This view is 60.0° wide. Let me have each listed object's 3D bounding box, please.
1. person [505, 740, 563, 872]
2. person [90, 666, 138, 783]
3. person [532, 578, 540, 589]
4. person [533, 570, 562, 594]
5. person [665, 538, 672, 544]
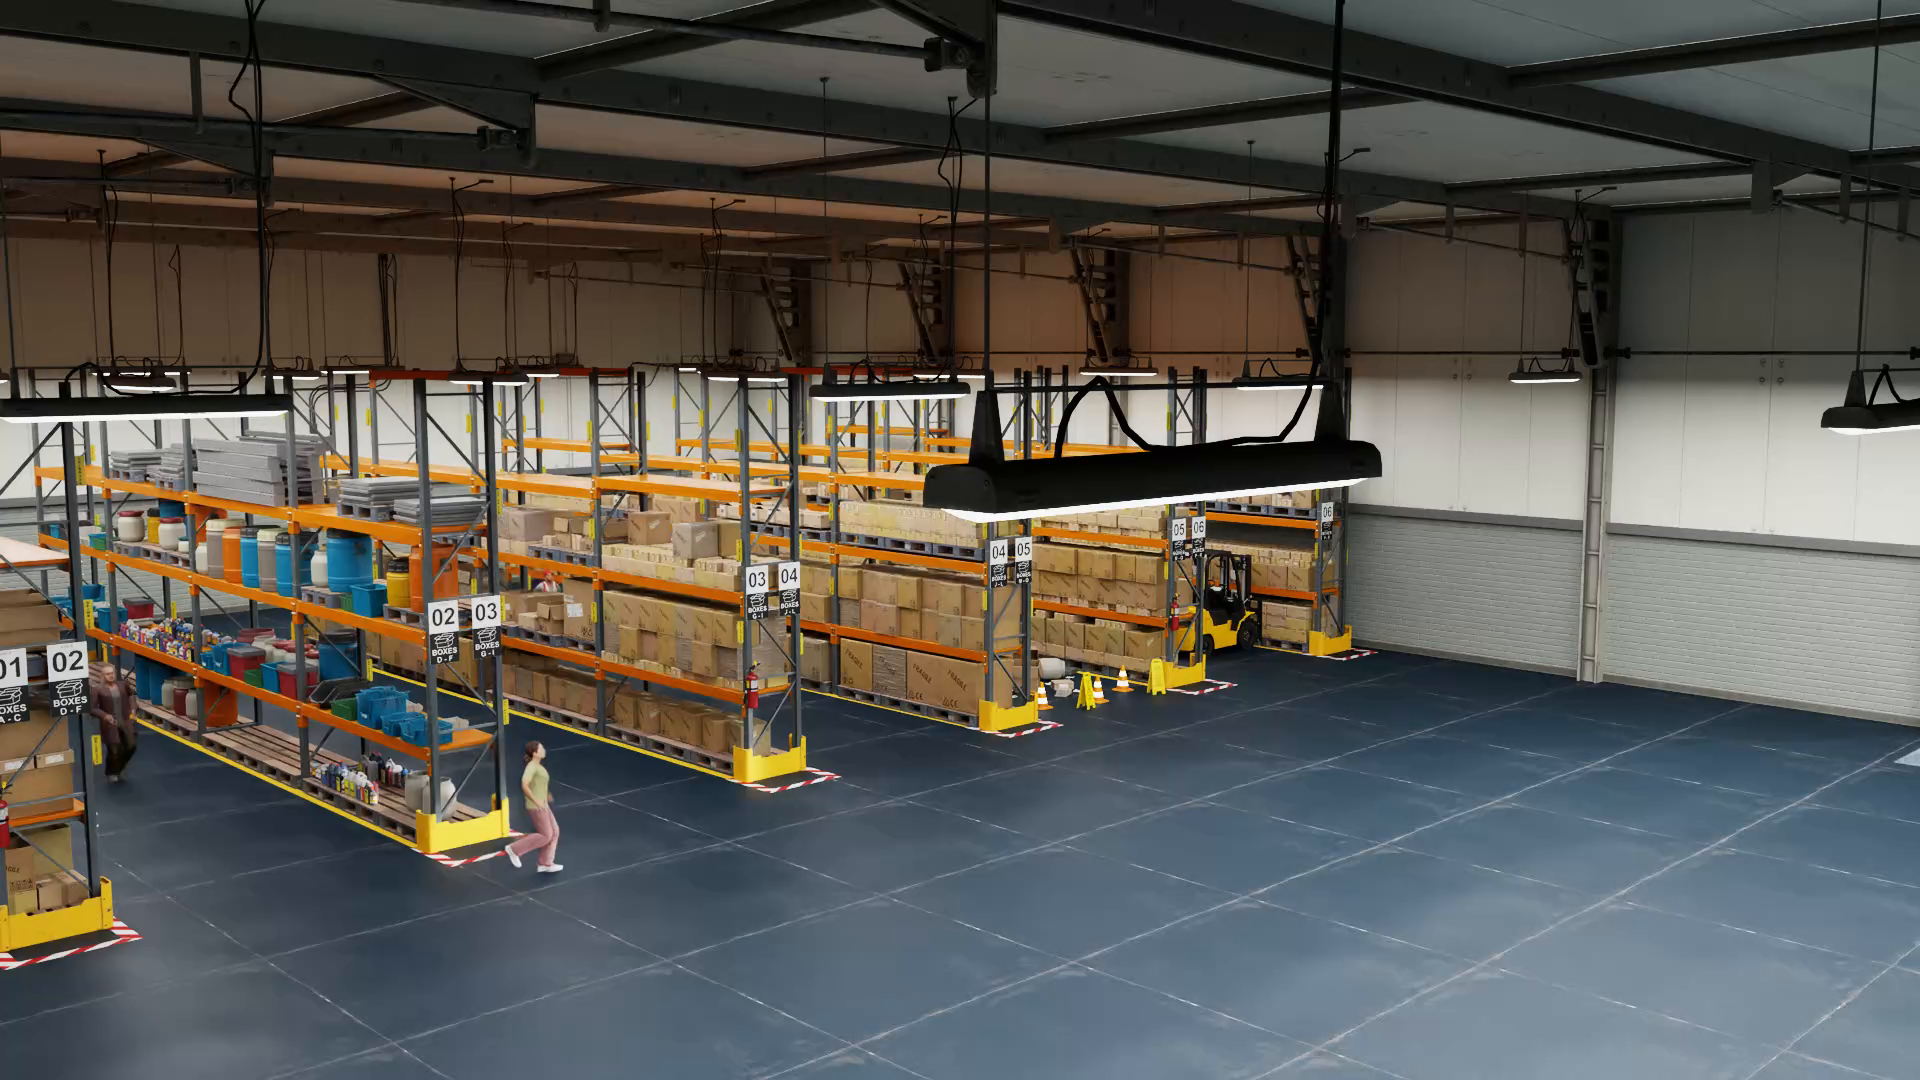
[{"bbox_3d":[-5.203,3.241,20.273,0.671,1.616,0.611,-1,7,-12],"label":"person"},{"bbox_3d":[-12.390,2.713,24.406,0.660,1.735,0.722,6,9,42],"label":"person"},{"bbox_3d":[-10.447,0.868,41.217,0.616,1.668,0.925,6,9,44],"label":"person"},{"bbox_3d":[-8.710,1.486,35.344,0.664,1.739,0.590,-6,9,-41],"label":"person"},{"bbox_3d":[-7.796,0.506,44.087,0.671,1.770,0.764,-1,7,-12],"label":"person"}]
